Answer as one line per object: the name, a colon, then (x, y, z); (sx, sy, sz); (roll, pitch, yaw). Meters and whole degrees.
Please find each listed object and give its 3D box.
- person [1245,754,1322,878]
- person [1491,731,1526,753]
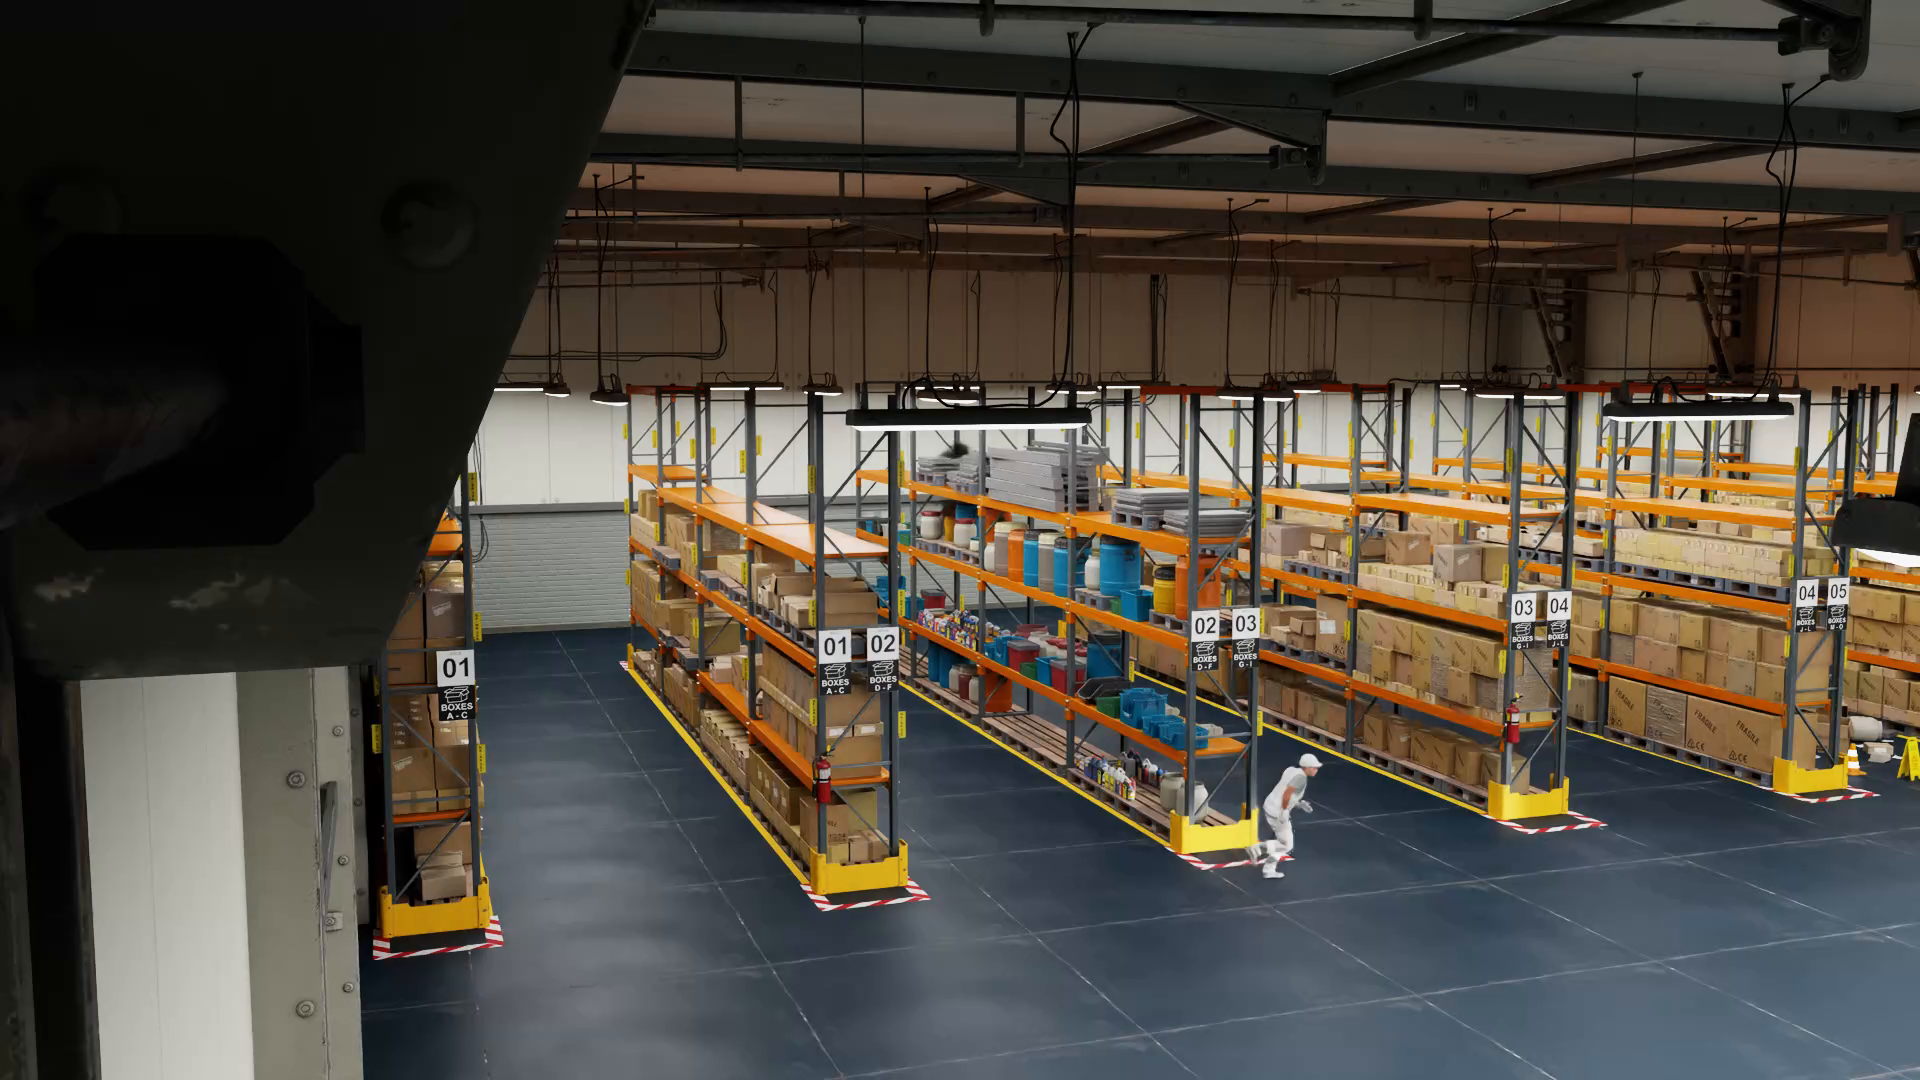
person: (4.008, 3.433, 20.592); (0.932, 1.578, 0.682); (0, 6, 0)
person: (8.855, 2.810, 26.638); (0.747, 1.595, 0.575); (2, 6, 22)
